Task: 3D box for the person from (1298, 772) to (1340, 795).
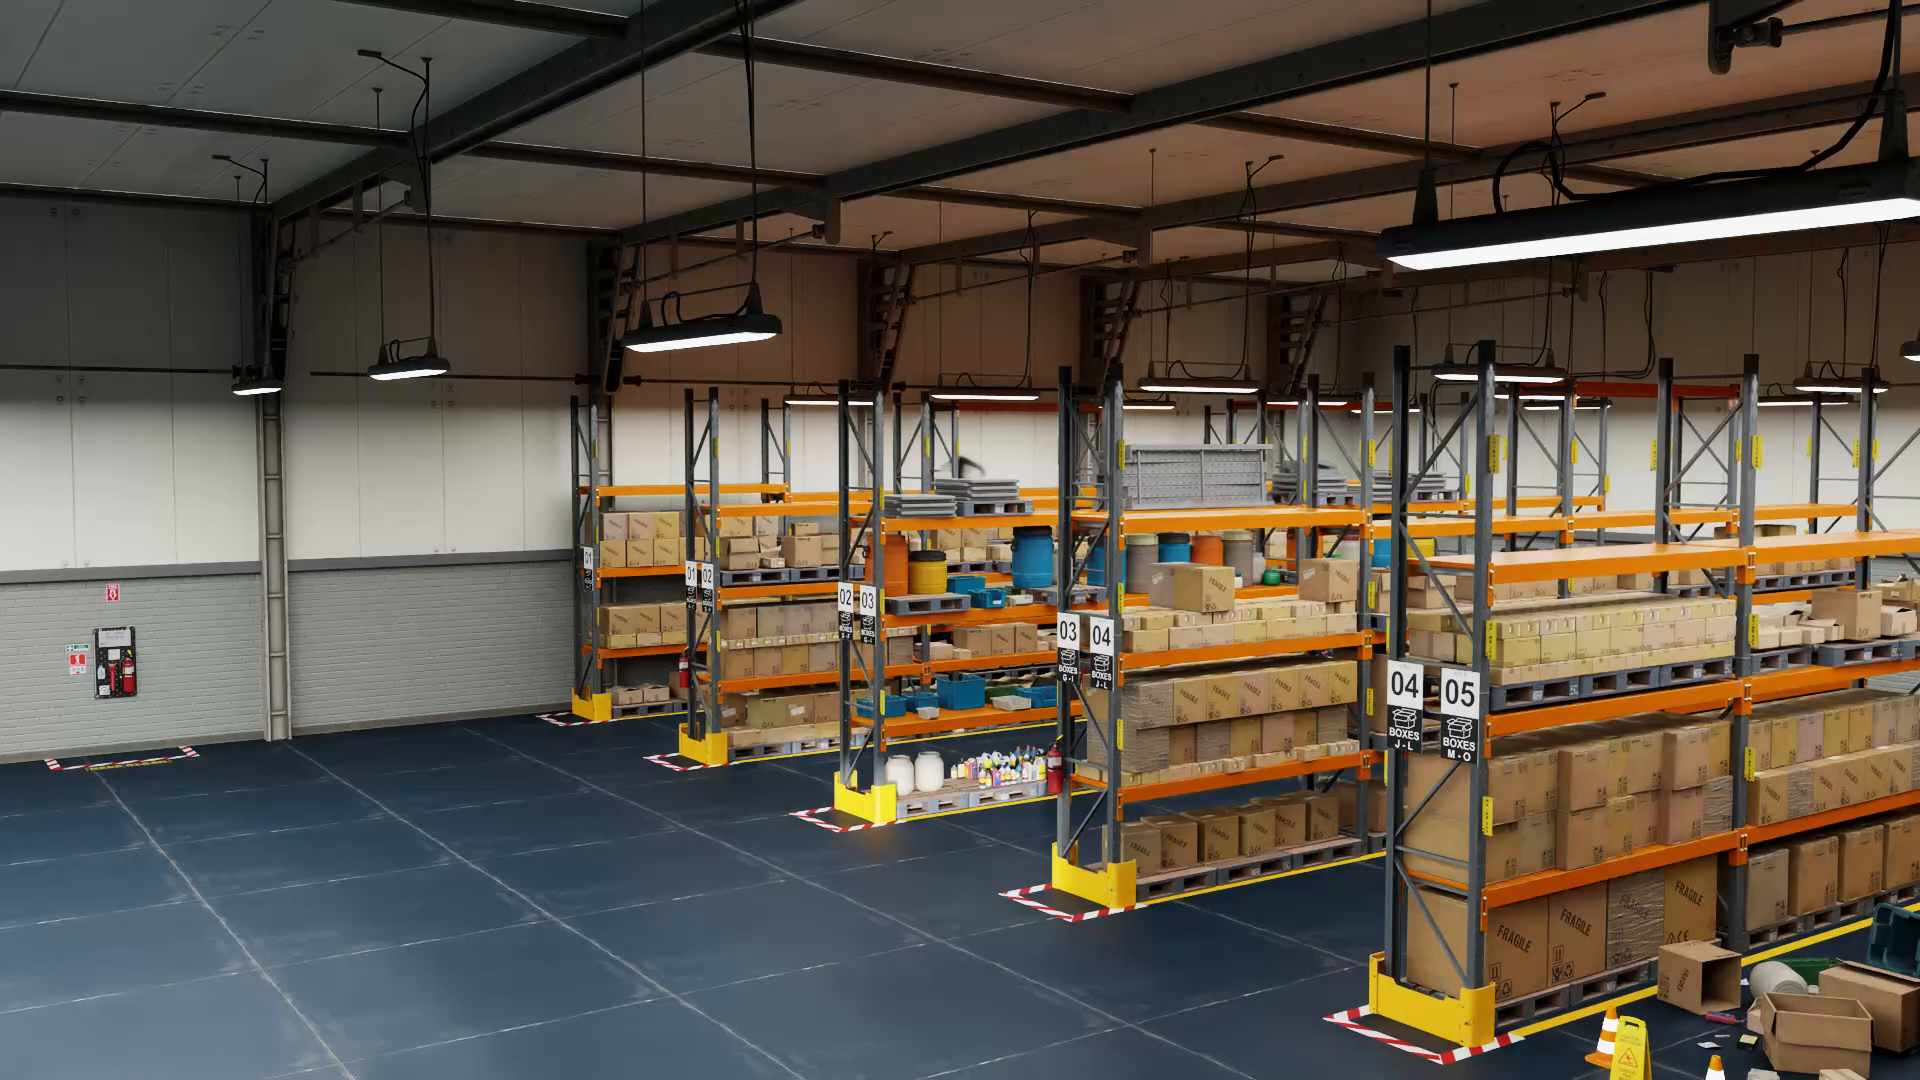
[{"bbox_3d":[4.977,3.024,23.274,0.867,1.496,0.632,-2,4,-25],"label":"person"}]
